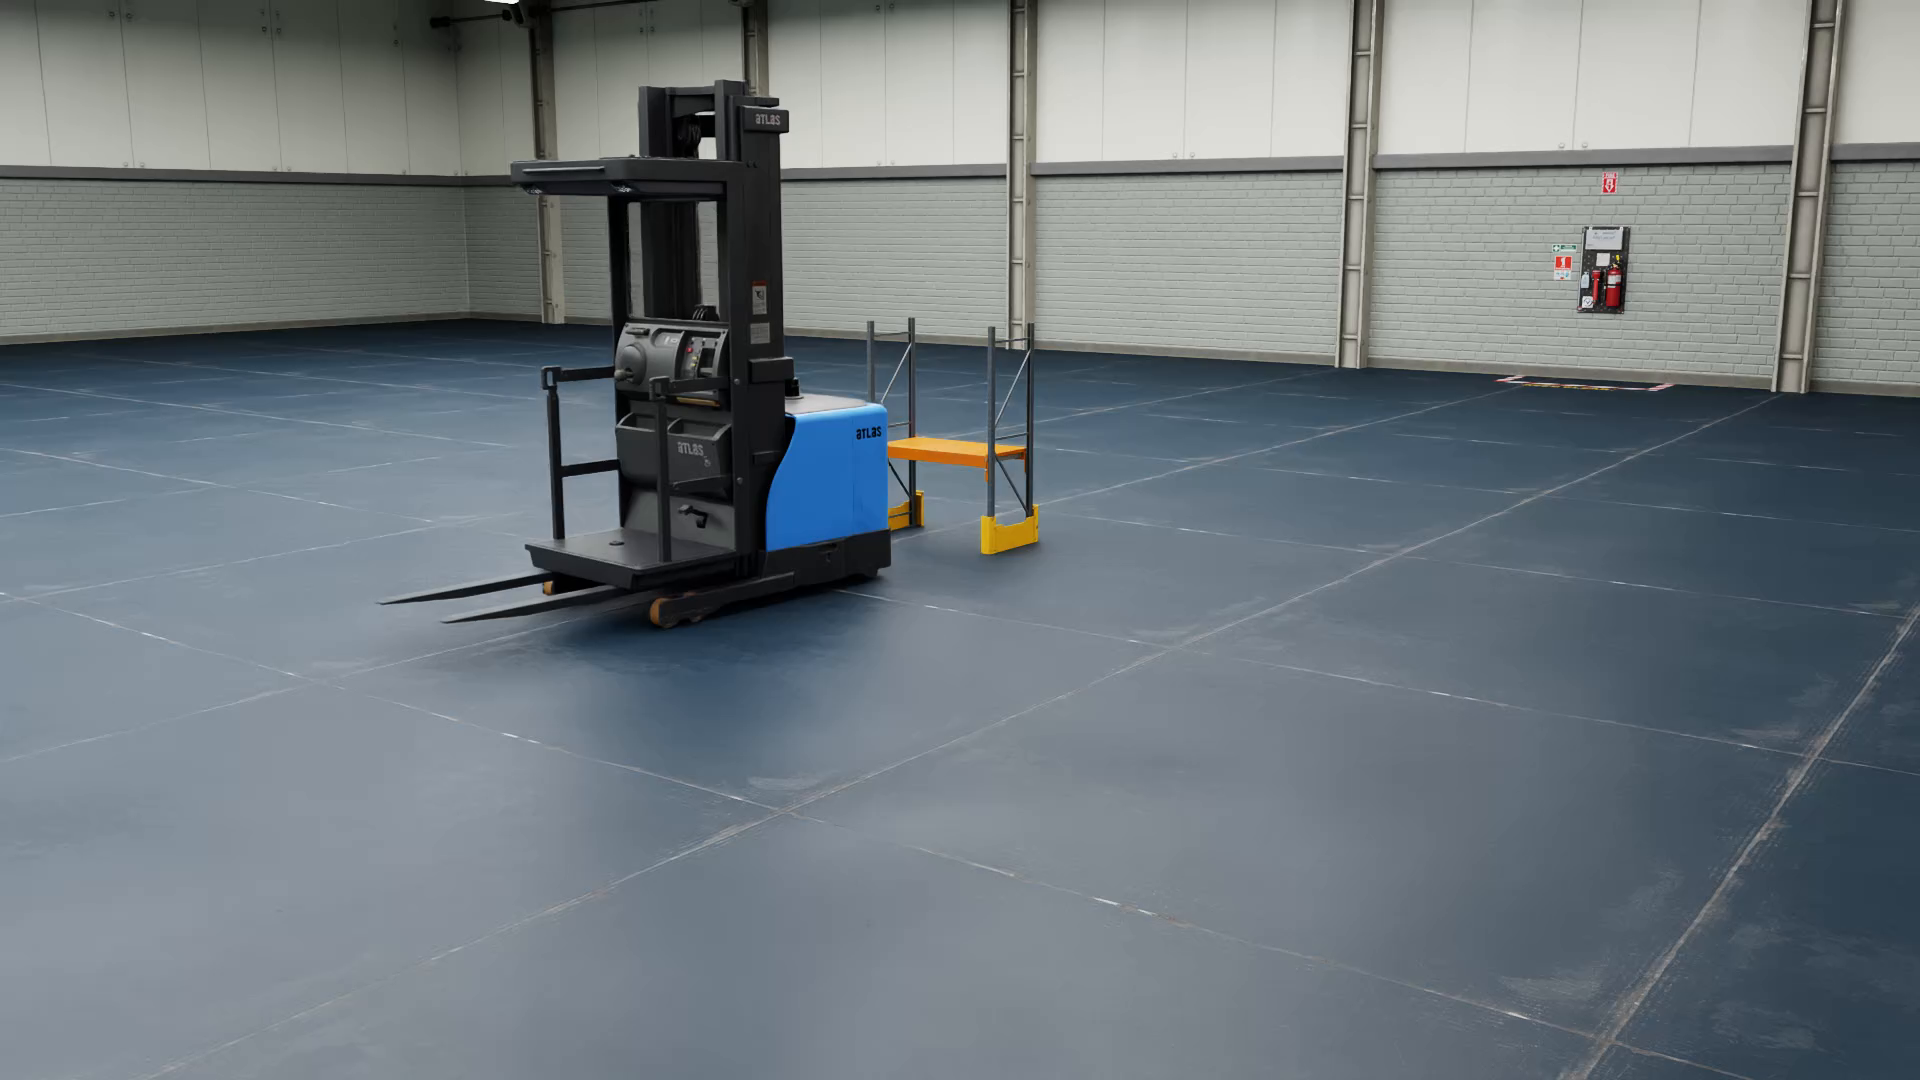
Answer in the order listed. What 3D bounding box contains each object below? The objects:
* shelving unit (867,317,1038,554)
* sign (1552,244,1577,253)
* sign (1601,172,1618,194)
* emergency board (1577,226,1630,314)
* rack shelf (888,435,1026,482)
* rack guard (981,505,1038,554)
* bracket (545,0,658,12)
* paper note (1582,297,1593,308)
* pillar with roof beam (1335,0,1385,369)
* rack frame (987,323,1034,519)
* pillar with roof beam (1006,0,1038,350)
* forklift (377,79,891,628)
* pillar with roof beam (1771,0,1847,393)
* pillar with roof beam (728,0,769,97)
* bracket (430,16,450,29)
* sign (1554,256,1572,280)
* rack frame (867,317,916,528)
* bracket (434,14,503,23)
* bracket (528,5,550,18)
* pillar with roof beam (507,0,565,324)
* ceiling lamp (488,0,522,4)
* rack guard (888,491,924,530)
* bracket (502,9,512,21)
[{"bbox_3d":[-0.061,-0.745,11.432,1.083,1.500,0.587,8,13,36],"label":"shelving unit"},{"bbox_3d":[8.344,-4.026,22.954,0.331,0.109,0.001,8,13,36],"label":"sign"},{"bbox_3d":[8.782,-4.826,22.477,0.199,0.298,0.001,8,13,36],"label":"sign"},{"bbox_3d":[8.730,-3.672,22.614,0.643,1.169,0.194,8,13,36],"label":"emergency board"},{"bbox_3d":[-0.069,-0.569,11.471,1.000,0.185,0.538,8,13,36],"label":"rack shelf"},{"bbox_3d":[0.340,-0.075,11.261,0.087,0.250,0.587,8,13,36],"label":"rack guard"},{"bbox_3d":[-6.444,-10.409,32.164,4.783,0.066,0.076,8,13,36],"label":"bracket"},{"bbox_3d":[8.628,-3.270,22.855,0.142,0.148,0.016,8,13,36],"label":"paper note"},{"bbox_3d":[3.315,-6.349,20.658,0.400,9.000,9.100,8,13,36],"label":"pillar with roof beam"},{"bbox_3d":[0.341,-0.689,11.141,0.032,1.500,0.500,8,13,36],"label":"rack frame"},{"bbox_3d":[-1.521,-7.024,24.145,0.400,9.000,9.100,8,13,36],"label":"pillar with roof beam"},{"bbox_3d":[-1.788,-1.068,9.335,1.130,2.935,3.031,10,15,41],"label":"forklift"},{"bbox_3d":[8.151,-5.675,17.171,0.400,9.000,9.100,8,13,36],"label":"pillar with roof beam"},{"bbox_3d":[-6.357,-7.699,27.632,0.548,9.000,9.100,8,13,36],"label":"pillar with roof beam"},{"bbox_3d":[-11.100,-11.058,35.521,0.430,0.232,0.235,8,13,36],"label":"bracket"},{"bbox_3d":[8.345,-3.768,23.014,0.234,0.329,0.001,8,13,36],"label":"sign"},{"bbox_3d":[-0.478,-0.803,11.732,0.032,1.500,0.500,8,13,36],"label":"rack frame"},{"bbox_3d":[-10.624,-10.992,35.178,3.189,0.066,0.076,8,13,36],"label":"bracket"},{"bbox_3d":[-8.521,-10.698,33.661,0.430,0.232,0.235,8,13,36],"label":"bracket"},{"bbox_3d":[-11.193,-8.373,31.118,0.548,9.000,9.100,8,13,36],"label":"pillar with roof beam"},{"bbox_3d":[-8.467,-10.704,27.800,0.800,3.185,2.000,8,13,36],"label":"ceiling lamp"},{"bbox_3d":[-0.463,-0.187,11.840,0.087,0.250,0.587,8,13,36],"label":"rack guard"},{"bbox_3d":[-9.190,-10.792,34.144,0.430,0.232,0.235,8,13,36],"label":"bracket"}]
